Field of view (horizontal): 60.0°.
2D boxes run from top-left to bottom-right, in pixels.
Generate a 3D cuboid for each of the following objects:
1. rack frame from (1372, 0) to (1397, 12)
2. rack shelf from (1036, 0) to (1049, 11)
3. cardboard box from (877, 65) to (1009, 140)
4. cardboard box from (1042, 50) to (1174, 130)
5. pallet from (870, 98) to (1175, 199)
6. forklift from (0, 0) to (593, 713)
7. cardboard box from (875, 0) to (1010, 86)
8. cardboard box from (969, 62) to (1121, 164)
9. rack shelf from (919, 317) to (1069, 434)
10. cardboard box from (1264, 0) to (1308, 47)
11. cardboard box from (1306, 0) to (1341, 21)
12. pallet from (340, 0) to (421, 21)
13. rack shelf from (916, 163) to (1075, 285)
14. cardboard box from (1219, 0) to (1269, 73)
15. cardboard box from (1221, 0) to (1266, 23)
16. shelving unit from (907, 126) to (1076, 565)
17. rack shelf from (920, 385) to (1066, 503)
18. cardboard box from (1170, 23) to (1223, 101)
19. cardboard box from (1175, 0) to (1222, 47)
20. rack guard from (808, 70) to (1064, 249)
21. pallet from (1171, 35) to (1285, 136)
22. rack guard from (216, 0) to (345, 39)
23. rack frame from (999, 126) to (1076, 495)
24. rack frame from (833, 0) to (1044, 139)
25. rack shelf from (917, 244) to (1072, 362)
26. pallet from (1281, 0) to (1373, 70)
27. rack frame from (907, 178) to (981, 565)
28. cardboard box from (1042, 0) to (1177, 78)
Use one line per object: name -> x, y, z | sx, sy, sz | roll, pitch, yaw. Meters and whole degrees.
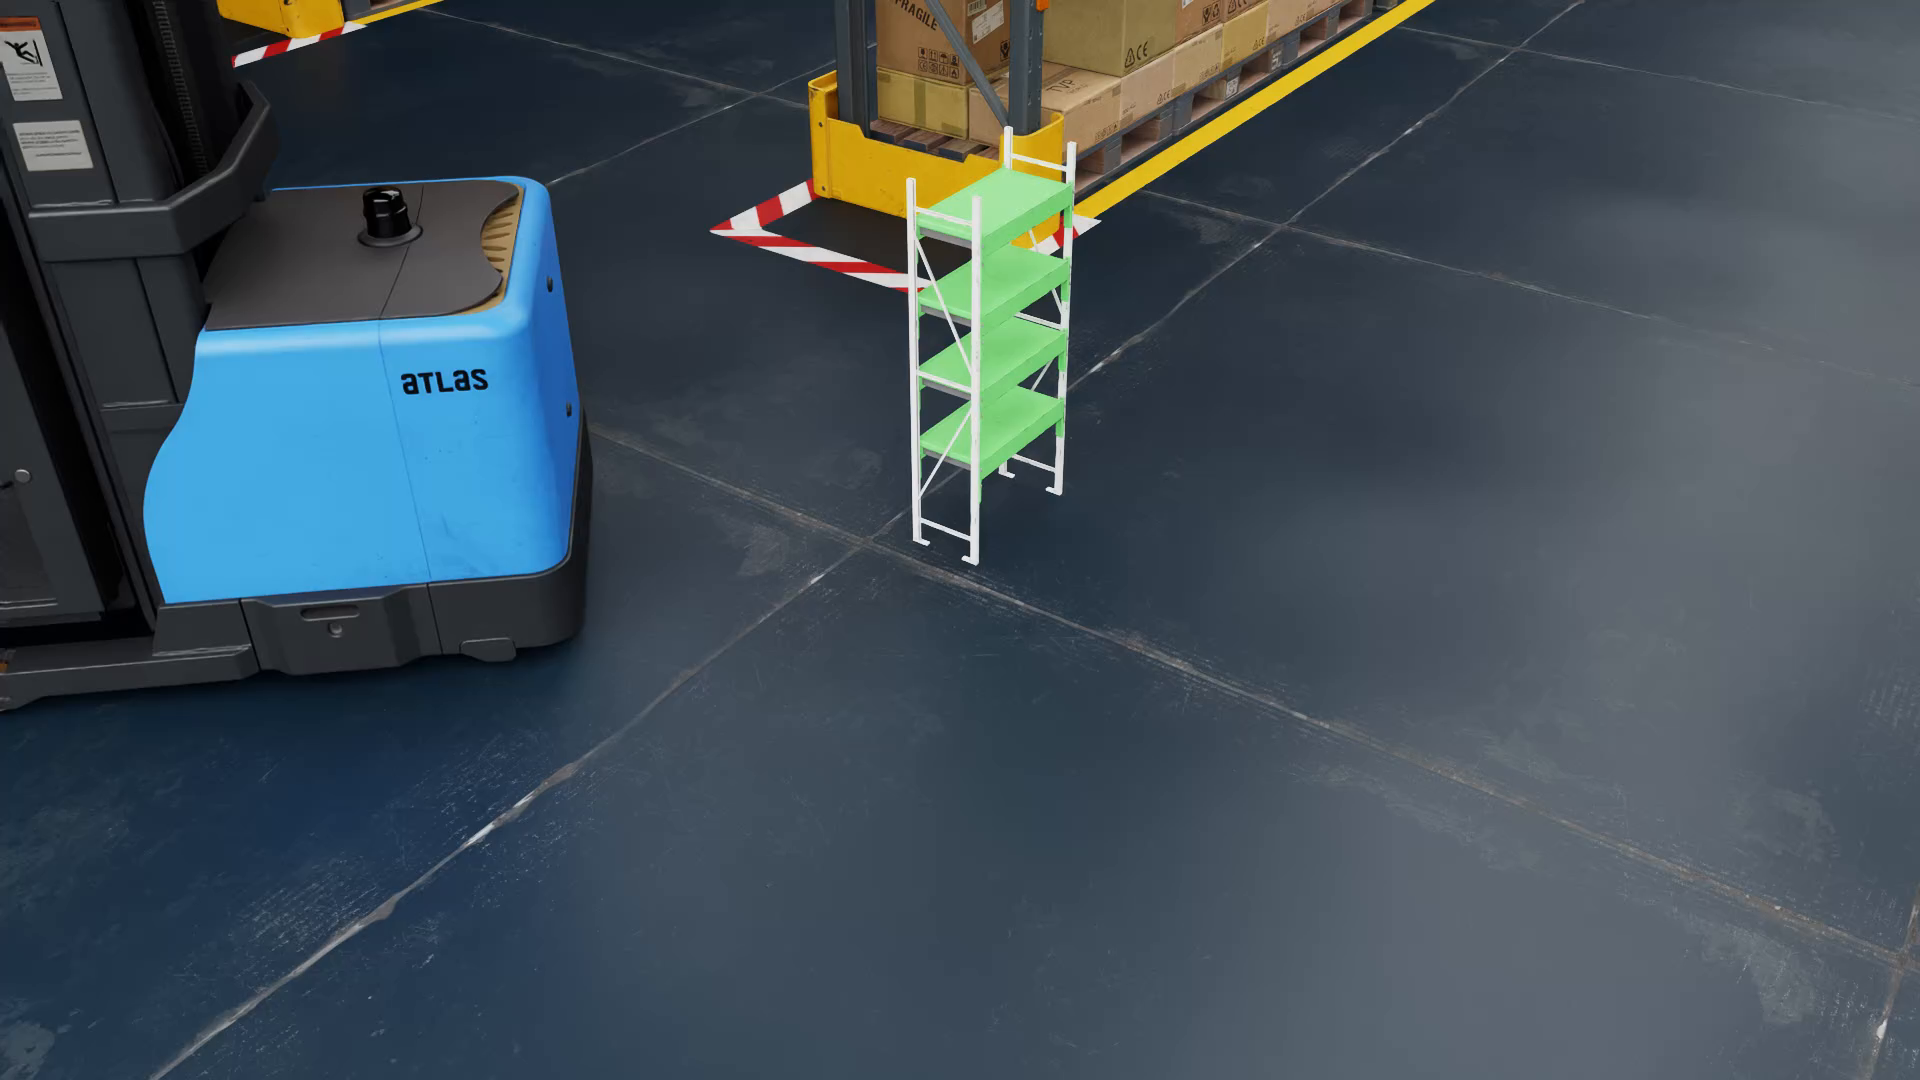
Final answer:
rack frame -> 2.177, -4.576, 9.339 | 1.000, 3.000, 0.127 | 21, 39, 28
rack shelf -> 1.037, -3.358, 8.180 | 1.077, 0.370, 4.000 | 21, 39, 28
cardboard box -> -0.041, -2.112, 7.775 | 0.500, 0.250, 0.500 | 21, 39, 28
cardboard box -> 0.667, -2.177, 7.872 | 0.500, 0.250, 0.500 | 21, 39, 28
pallet -> 0.298, -1.946, 7.939 | 1.003, 0.211, 1.213 | 21, 39, 28
forklift -> -2.644, -1.033, 4.161 | 3.031, 2.935, 1.130 | -5, 34, -7
cardboard box -> -0.042, -2.423, 7.565 | 0.500, 0.500, 0.500 | 21, 39, 28
cardboard box -> 0.385, -1.946, 7.530 | 0.500, 0.250, 0.500 | 21, 39, 28
rack shelf -> 0.094, -0.520, 5.062 | 0.258, 0.148, 0.480 | 21, 39, 28
cardboard box -> 1.526, -2.866, 8.890 | 0.500, 0.250, 0.500 | 21, 39, 28
cardboard box -> 1.799, -3.101, 9.238 | 0.500, 0.250, 0.500 | 21, 39, 28
pallet -> -3.640, -3.558, 10.324 | 1.003, 0.211, 1.213 | 21, 39, 28
rack shelf -> 0.094, -0.918, 4.793 | 0.258, 0.148, 0.480 | 21, 39, 28
cardboard box -> 1.242, -2.636, 8.550 | 0.500, 0.250, 0.500 | 21, 39, 28
cardboard box -> 1.242, -2.946, 8.339 | 0.500, 0.500, 0.500 | 21, 39, 28
shelving unit -> 0.094, -0.573, 5.027 | 0.258, 1.200, 0.503 | 21, 39, 28
rack shelf -> 0.094, -0.321, 5.197 | 0.258, 0.148, 0.480 | 21, 39, 28
cardboard box -> 0.952, -2.407, 8.212 | 0.500, 0.250, 0.500 | 21, 39, 28
cardboard box -> 0.943, -2.722, 8.007 | 0.500, 0.500, 0.500 | 21, 39, 28
rack guard -> -0.117, -1.689, 7.301 | 1.175, 0.500, 0.348 | 21, 39, 28
pallet -> 0.994, -2.505, 8.765 | 1.003, 0.211, 1.213 | 21, 39, 28
rack guard -> -4.132, -3.316, 9.707 | 1.175, 0.500, 0.348 | 21, 39, 28
rack frame -> 0.234, -0.685, 5.193 | 0.240, 1.200, 0.015 | 21, 39, 28
rack frame -> -0.104, -2.735, 6.617 | 1.000, 3.000, 0.127 | 21, 39, 28
rack shelf -> 0.094, -0.719, 4.928 | 0.258, 0.148, 0.480 | 21, 39, 28
pallet -> 1.689, -3.069, 9.599 | 1.003, 0.211, 1.213 | 21, 39, 28
rack frame -> -0.045, -0.461, 4.860 | 0.240, 1.200, 0.015 | 21, 39, 28
cardboard box -> 0.668, -2.488, 7.661 | 0.500, 0.500, 0.500 | 21, 39, 28
